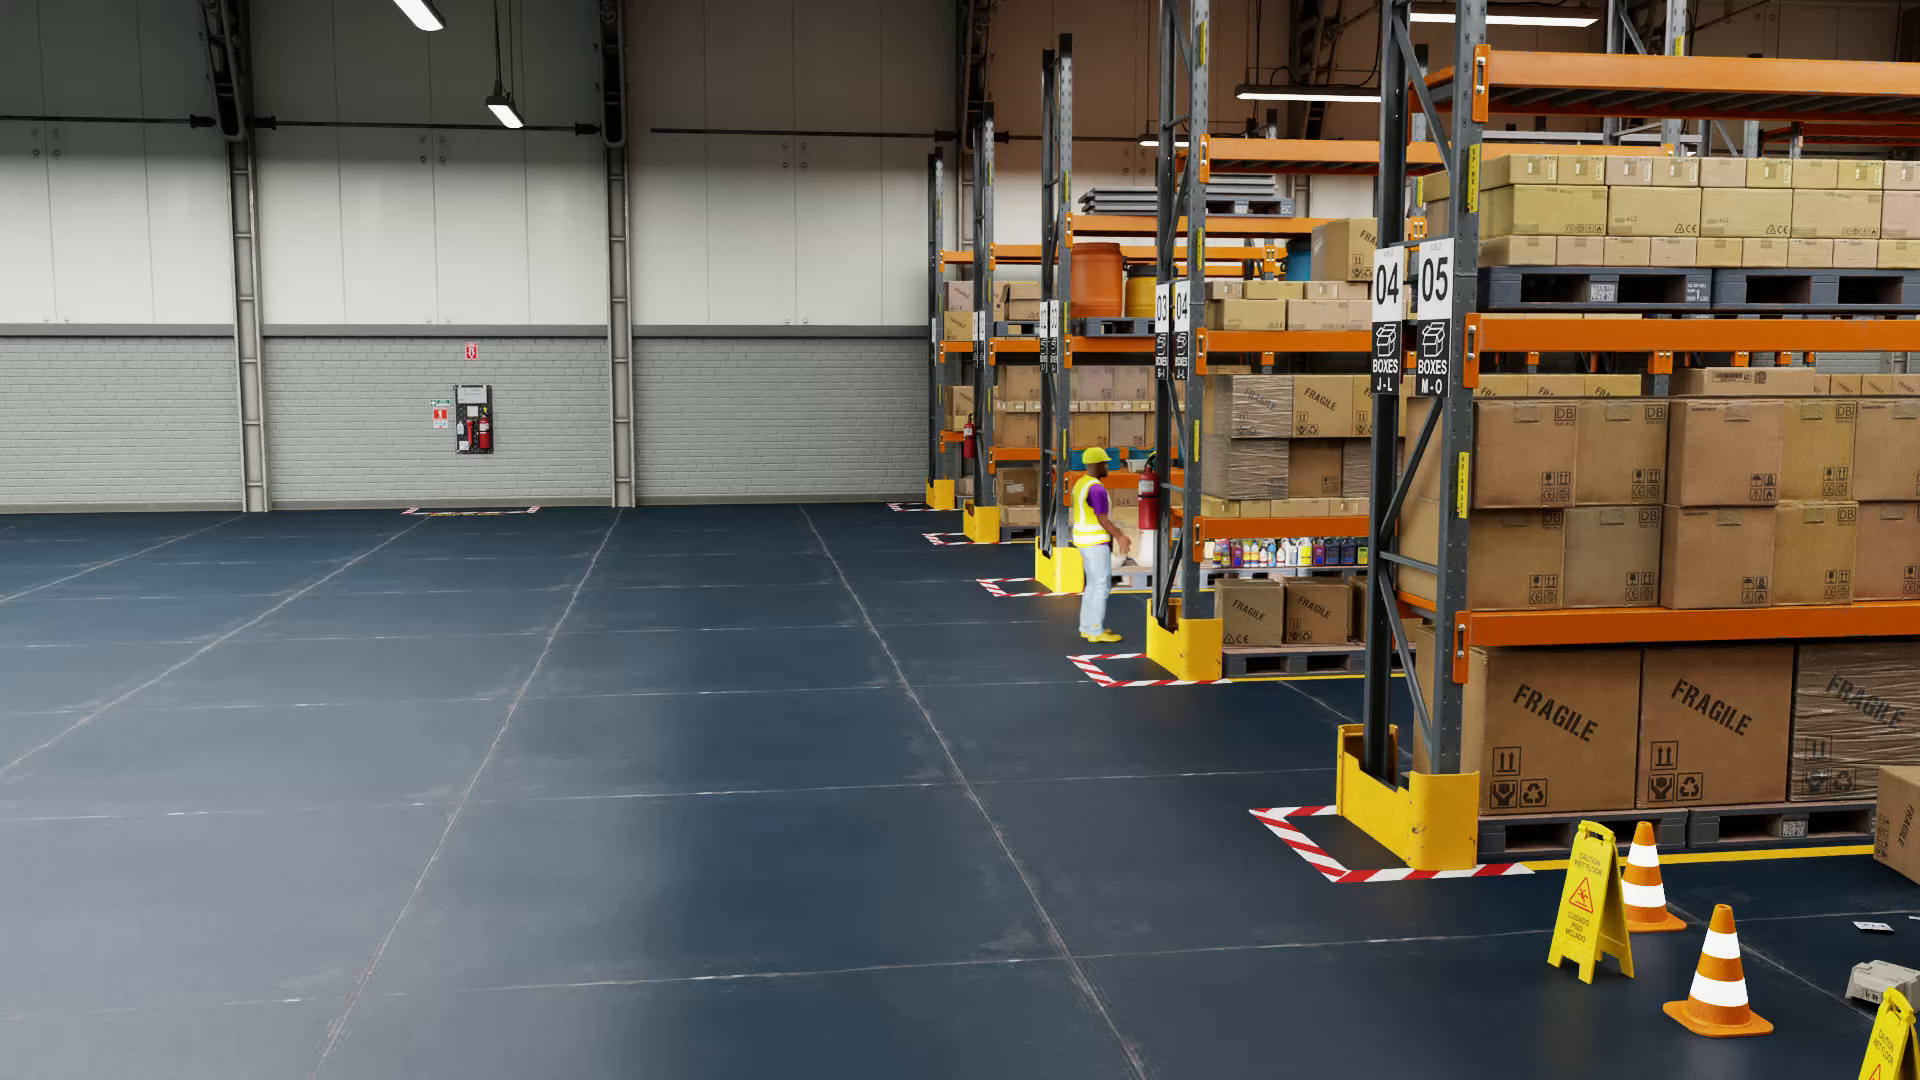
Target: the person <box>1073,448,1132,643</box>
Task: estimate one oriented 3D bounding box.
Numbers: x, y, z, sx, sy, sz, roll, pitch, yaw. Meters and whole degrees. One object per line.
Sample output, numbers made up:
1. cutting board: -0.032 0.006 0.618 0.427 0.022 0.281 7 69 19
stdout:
1. person: 1.298 0.036 15.286 0.509 1.768 0.562 -1 7 -9
